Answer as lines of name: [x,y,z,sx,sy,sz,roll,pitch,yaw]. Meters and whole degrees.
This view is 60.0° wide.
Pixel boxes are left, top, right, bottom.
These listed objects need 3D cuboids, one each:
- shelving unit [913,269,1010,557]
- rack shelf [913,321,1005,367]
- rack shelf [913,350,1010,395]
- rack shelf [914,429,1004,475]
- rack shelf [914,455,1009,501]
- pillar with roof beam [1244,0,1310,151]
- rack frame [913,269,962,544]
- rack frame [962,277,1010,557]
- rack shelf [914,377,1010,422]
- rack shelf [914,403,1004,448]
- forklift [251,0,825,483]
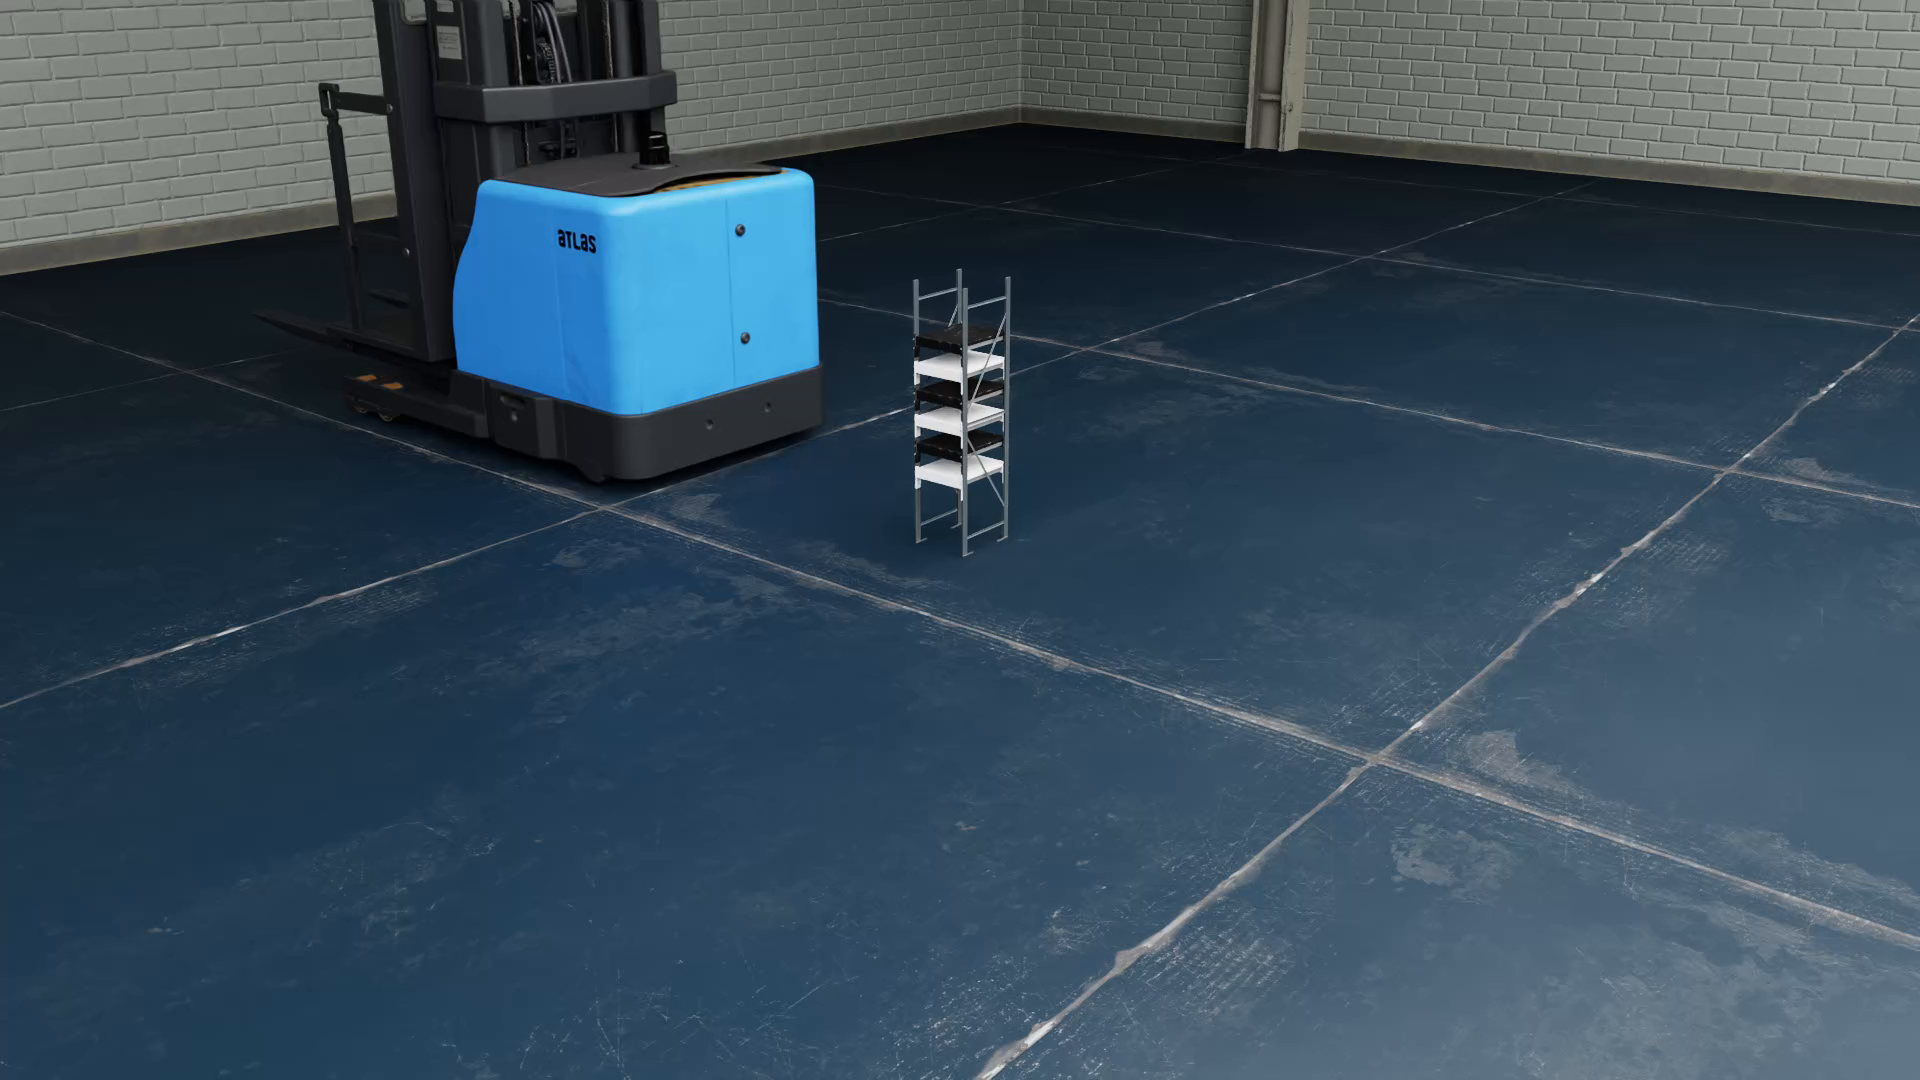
shelving unit: [0.006,-0.419,5.505,0.210,0.900,0.258,16,26,36]
rack shelf: [0.006,-0.641,5.421,0.200,0.077,0.258,16,26,36]
rack shelf: [0.006,-0.556,5.453,0.200,0.077,0.258,16,26,36]
rack shelf: [0.006,-0.304,5.548,0.200,0.077,0.258,16,26,36]
rack shelf: [0.006,-0.220,5.580,0.200,0.077,0.258,16,26,36]
pillar with roof beam: [0.114,-6.600,10.417,0.400,9.000,9.100,16,26,36]
rack frame: [-0.072,-0.442,5.565,0.006,0.900,0.240,16,26,36]
rack frame: [0.085,-0.397,5.444,0.006,0.900,0.240,16,26,36]
rack shelf: [0.006,-0.472,5.485,0.200,0.077,0.258,16,26,36]
rack shelf: [0.006,-0.388,5.516,0.200,0.077,0.258,16,26,36]
forklift: [-2.000,-1.992,6.798,3.031,2.935,1.130,17,26,37]
